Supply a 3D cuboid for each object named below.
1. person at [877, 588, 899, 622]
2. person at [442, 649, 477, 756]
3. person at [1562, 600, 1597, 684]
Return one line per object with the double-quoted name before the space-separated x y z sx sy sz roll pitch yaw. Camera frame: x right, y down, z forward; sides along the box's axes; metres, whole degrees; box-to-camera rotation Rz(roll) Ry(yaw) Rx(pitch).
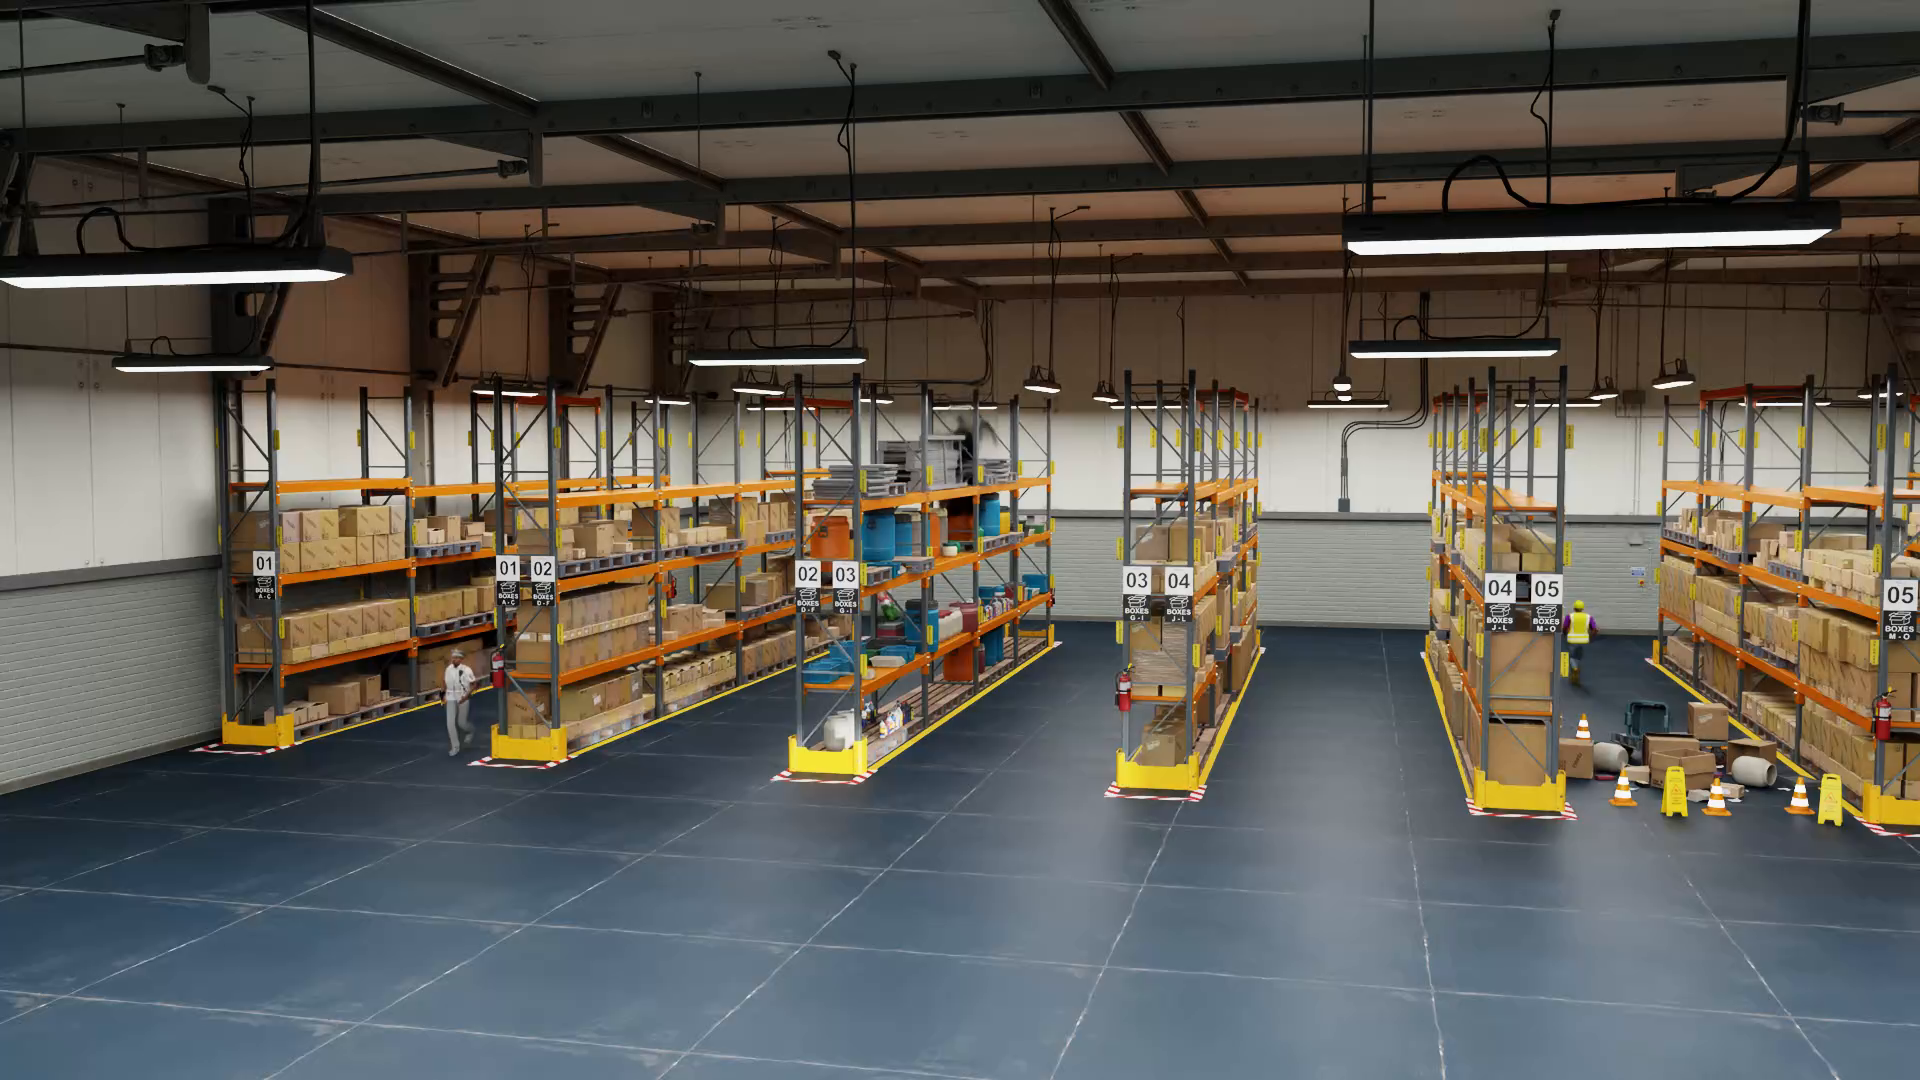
"person" -1.839 1.619 42.180 0.548 1.725 0.667 3 4 36
"person" -8.054 2.579 26.723 0.593 1.684 0.737 0 3 4
"person" 12.682 2.095 34.111 0.686 1.720 0.589 0 3 6
